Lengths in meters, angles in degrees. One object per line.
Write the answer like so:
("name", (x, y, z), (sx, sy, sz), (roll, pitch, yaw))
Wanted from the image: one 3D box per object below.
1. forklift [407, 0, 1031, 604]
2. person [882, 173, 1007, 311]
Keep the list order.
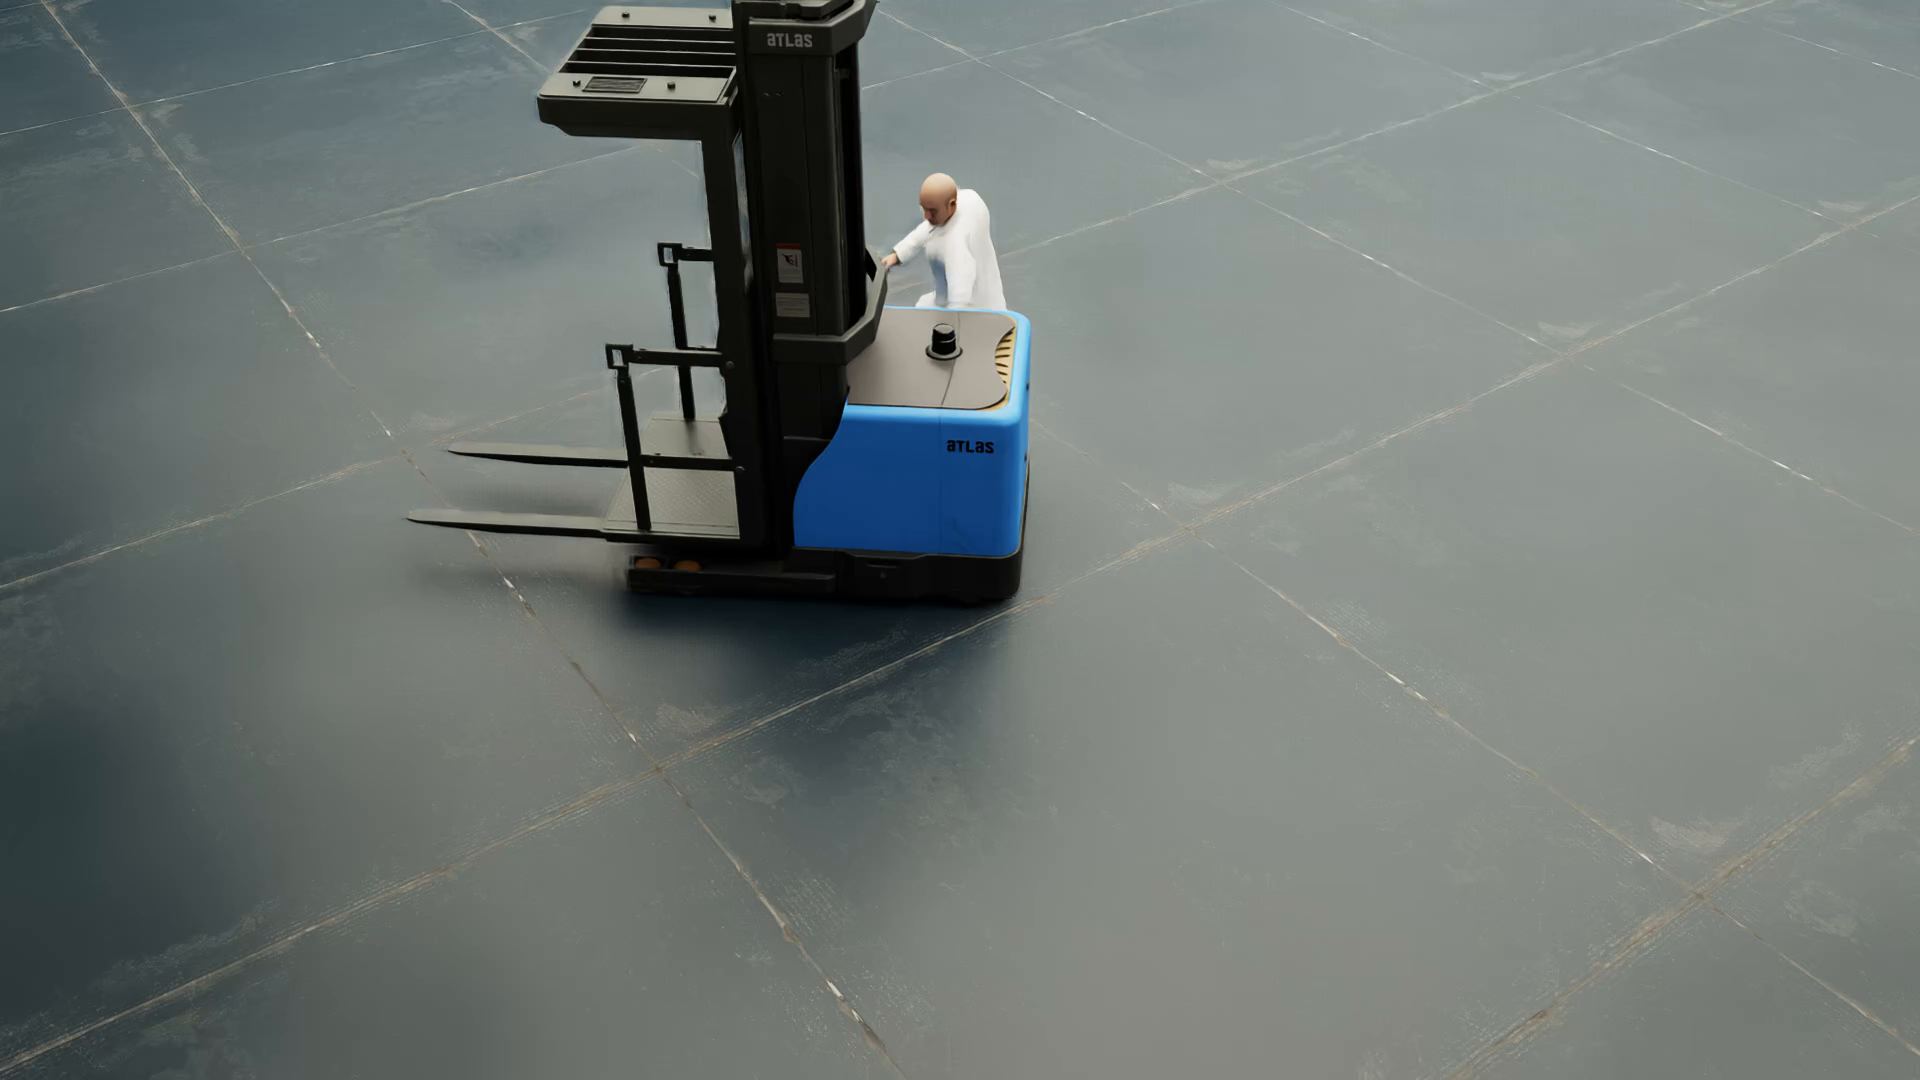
("forklift", (-1.188, -1.225, 7.601), (3.031, 2.935, 1.130), (3, 37, 4))
("person", (-0.010, -1.212, 8.811), (0.700, 1.545, 0.944), (-24, 43, -29))
